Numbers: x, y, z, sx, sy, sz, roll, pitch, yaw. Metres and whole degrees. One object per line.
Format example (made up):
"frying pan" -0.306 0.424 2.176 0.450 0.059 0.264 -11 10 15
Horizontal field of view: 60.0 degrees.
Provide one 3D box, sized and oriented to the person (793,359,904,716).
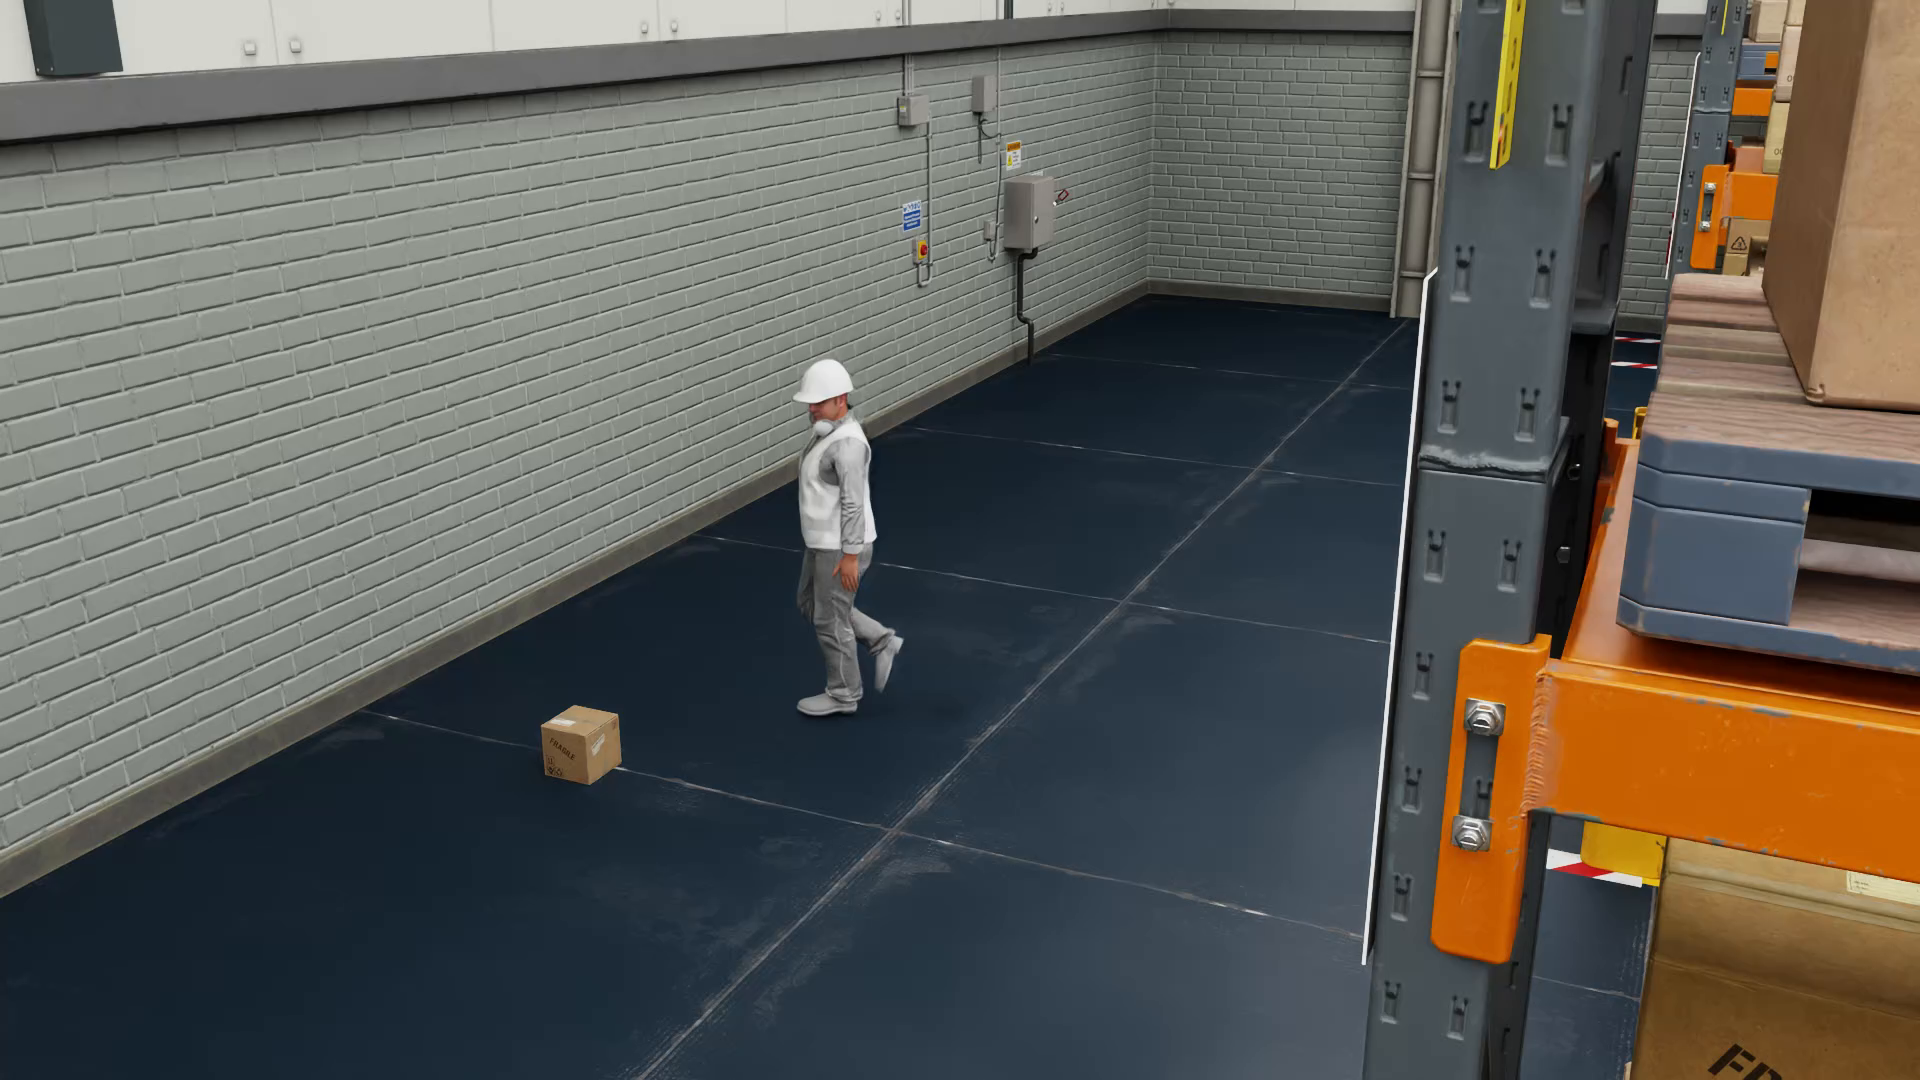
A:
"person" -0.534 -0.003 7.966 0.551 1.765 0.554 -3 19 -9
